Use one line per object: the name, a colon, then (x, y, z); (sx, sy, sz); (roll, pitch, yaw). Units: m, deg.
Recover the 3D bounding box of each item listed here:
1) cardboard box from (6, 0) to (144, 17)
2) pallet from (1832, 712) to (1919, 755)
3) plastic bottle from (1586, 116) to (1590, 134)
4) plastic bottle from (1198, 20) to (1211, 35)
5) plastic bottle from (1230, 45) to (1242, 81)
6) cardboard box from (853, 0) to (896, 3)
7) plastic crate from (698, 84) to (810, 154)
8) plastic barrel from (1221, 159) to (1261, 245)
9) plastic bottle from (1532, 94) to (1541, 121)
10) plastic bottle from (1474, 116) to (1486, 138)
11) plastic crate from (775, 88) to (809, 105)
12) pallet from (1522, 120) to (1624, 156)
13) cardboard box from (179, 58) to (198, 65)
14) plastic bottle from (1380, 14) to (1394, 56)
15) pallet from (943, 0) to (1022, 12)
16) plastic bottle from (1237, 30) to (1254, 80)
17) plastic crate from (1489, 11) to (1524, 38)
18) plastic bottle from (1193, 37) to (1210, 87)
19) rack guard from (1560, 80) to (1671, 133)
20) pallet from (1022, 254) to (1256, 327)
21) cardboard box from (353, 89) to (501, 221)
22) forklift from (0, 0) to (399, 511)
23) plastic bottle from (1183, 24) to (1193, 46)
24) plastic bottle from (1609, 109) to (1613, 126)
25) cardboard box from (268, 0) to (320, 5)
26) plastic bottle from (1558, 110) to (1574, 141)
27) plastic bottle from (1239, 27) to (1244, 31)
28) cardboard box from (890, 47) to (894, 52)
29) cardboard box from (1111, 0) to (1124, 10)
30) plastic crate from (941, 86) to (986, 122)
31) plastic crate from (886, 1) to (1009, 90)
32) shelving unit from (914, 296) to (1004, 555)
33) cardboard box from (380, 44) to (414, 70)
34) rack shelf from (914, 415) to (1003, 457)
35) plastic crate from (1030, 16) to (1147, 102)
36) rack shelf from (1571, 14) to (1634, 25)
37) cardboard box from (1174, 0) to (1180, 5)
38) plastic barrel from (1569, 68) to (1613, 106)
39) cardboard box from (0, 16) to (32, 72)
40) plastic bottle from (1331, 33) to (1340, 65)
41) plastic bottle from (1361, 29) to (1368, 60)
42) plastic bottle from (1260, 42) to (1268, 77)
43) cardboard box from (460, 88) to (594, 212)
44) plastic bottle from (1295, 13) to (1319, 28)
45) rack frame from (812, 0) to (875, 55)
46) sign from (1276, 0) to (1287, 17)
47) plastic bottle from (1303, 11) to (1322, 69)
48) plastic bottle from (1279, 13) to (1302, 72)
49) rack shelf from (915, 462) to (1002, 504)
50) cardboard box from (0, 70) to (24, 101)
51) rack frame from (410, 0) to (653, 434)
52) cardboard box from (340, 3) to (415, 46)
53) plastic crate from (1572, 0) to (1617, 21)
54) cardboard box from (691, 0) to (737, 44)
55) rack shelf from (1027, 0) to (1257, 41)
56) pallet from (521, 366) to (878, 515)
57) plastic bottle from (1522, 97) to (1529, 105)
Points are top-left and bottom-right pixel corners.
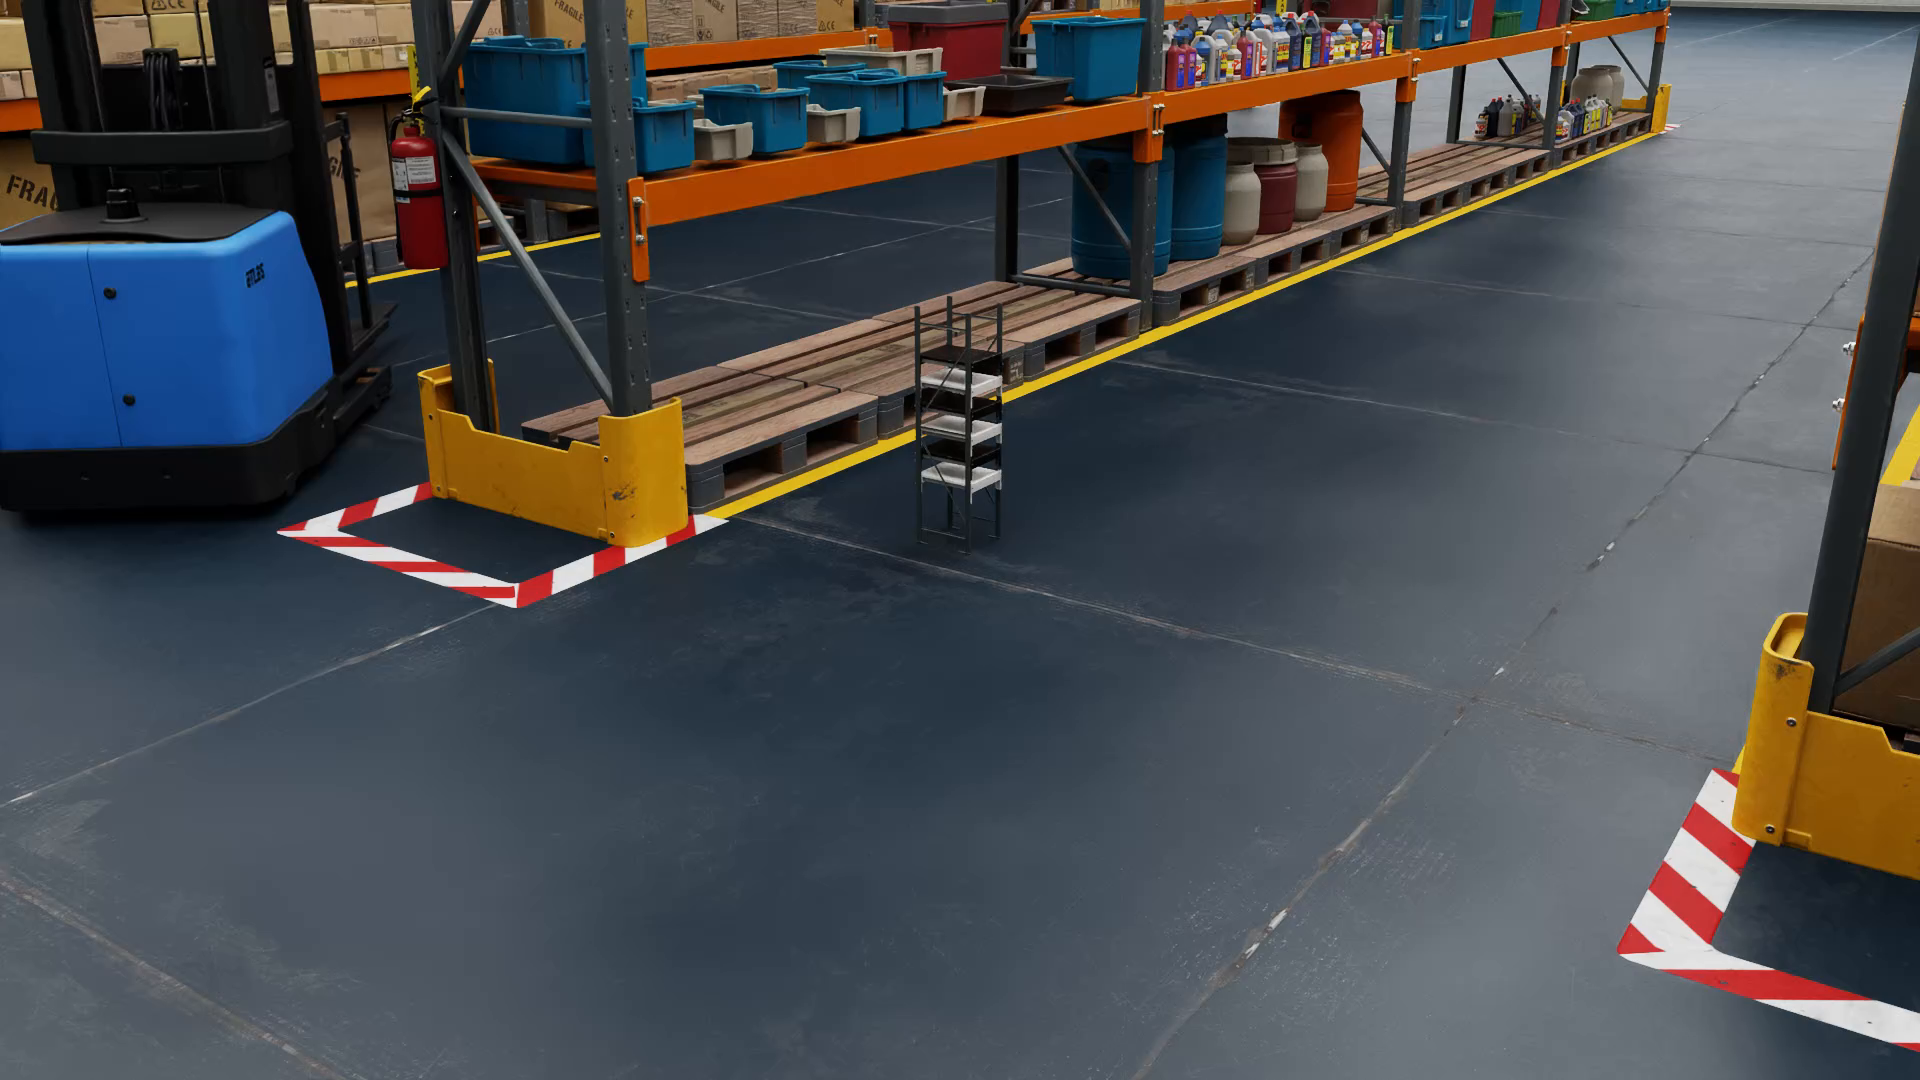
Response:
cardboard box: (-4.921, -3.156, 9.181); (0.500, 0.500, 0.500); (13, 24, 31)
pallet: (2.985, 0.483, 4.655); (1.003, 0.211, 1.213); (13, 24, 32)
plastic bottle: (6.228, -4.160, 16.586); (0.097, 0.201, 0.097); (0, 20, 0)
plastic bottle: (1.608, -3.319, 11.094); (0.152, 0.276, 0.135); (13, 24, 32)
plastic bottle: (1.628, -2.843, 9.913); (0.097, 0.201, 0.097); (0, 20, 0)
cardboard box: (-0.928, -5.209, 15.274); (0.500, 0.500, 0.500); (10, 23, 25)
plastic crate: (-0.818, -1.686, 6.655); (0.416, 0.233, 0.300); (13, 24, 32)
plastic barrel: (1.759, -2.219, 10.922); (0.421, 0.512, 0.421); (0, 20, 0)
plastic bottle: (6.118, -4.599, 17.673); (0.097, 0.271, 0.097); (0, 20, 0)
plastic bottle: (5.093, -4.043, 16.271); (0.097, 0.201, 0.097); (0, 20, 0)
plastic crate: (-0.828, -1.968, 7.556); (0.298, 0.136, 0.250); (13, 24, 32)
pallet: (6.244, -4.212, 17.349); (1.003, 0.211, 1.213); (13, 24, 32)
cardboard box: (-4.647, -2.722, 9.662); (0.380, 0.149, 0.250); (13, 24, 31)
plastic bottle: (3.023, -3.582, 11.795); (0.061, 0.283, 0.133); (13, 24, 32)
pallet: (-0.119, -5.288, 16.515); (1.003, 0.211, 1.213); (13, 24, 32)
plastic bottle: (1.708, -2.911, 9.979); (0.061, 0.283, 0.133); (13, 24, 32)
plastic crate: (4.401, -4.330, 13.953); (0.450, 0.188, 0.662); (13, 24, 32)
plastic bottle: (1.388, -2.753, 9.570); (0.097, 0.271, 0.097); (0, 20, 0)
rack guard: (7.391, -4.929, 18.868); (1.175, 0.500, 0.348); (13, 24, 32)
pallet: (1.118, -1.594, 10.271); (1.003, 0.211, 1.213); (13, 24, 32)
cardboard box: (-3.884, -2.681, 11.648); (0.875, 0.875, 0.875); (13, 24, 32)
forklift: (-3.311, -1.952, 7.318); (1.130, 2.935, 3.031); (-2, 20, -5)
plastic bottle: (1.466, -3.224, 10.843); (0.097, 0.271, 0.097); (0, 20, 0)
plastic bottle: (6.725, -4.413, 17.272); (0.097, 0.201, 0.097); (0, 20, 0)
cardboard box: (-4.500, -3.698, 10.645); (0.500, 0.500, 0.500); (12, 24, 30)
plastic bottle: (5.847, -4.017, 16.093); (0.152, 0.276, 0.135); (14, 25, 34)
plastic bottle: (1.964, -3.483, 11.644); (0.097, 0.201, 0.097); (0, 20, 0)
cardboard box: (-1.073, -7.087, 23.558); (0.875, 0.875, 0.875); (13, 24, 32)
cardboard box: (1.571, -5.904, 18.266); (0.380, 0.149, 0.250); (13, 24, 32)
plastic crate: (-0.081, -2.035, 7.736); (0.293, 0.136, 0.466); (13, 24, 32)
plastic crate: (-0.060, -2.540, 8.628); (0.402, 0.464, 0.583); (13, 24, 32)
shelving unit: (-0.005, -0.420, 6.103); (0.258, 0.900, 0.210); (13, 24, 32)
cardboard box: (-3.781, -3.164, 10.858); (0.380, 0.149, 0.250); (14, 24, 33)
rack shelf: (-0.005, -0.388, 6.114); (0.258, 0.077, 0.200); (13, 24, 32)
plastic crate: (0.669, -2.509, 8.661); (0.392, 0.384, 0.575); (13, 24, 32)
rack shelf: (6.271, -5.312, 17.058); (0.919, 0.124, 3.809); (13, 24, 32)
cardboard box: (2.355, -6.349, 19.467); (0.380, 0.149, 0.250); (13, 24, 32)
plastic barrel: (6.807, -4.814, 17.938); (0.421, 0.512, 0.421); (0, 20, 0)
cardboard box: (-5.202, -2.661, 8.923); (0.500, 0.250, 0.500); (13, 24, 30)
plastic bottle: (2.485, -3.281, 11.097); (0.097, 0.201, 0.097); (0, 20, 0)
plastic bottle: (2.759, -3.420, 11.474); (0.097, 0.201, 0.097); (0, 20, 0)
plastic bottle: (1.833, -2.948, 10.197); (0.097, 0.201, 0.097); (0, 20, 0)
cardboard box: (-3.104, -3.043, 12.624); (1.225, 0.875, 0.875); (13, 24, 32)
plastic bottle: (2.513, -3.688, 12.089); (0.152, 0.276, 0.135); (13, 24, 32)
rack frame: (-1.198, -4.802, 14.924); (1.000, 3.000, 0.127); (13, 24, 32)
sign: (2.439, -4.018, 12.569); (0.100, 0.325, 0.005); (13, 24, 32)
plastic bottle: (2.257, -3.249, 10.795); (0.144, 0.351, 0.185); (13, 24, 32)
plastic bottle: (2.078, -3.157, 10.548); (0.144, 0.351, 0.185); (13, 24, 32)
rack shelf: (-0.005, -0.220, 6.177); (0.258, 0.077, 0.200); (13, 24, 32)
cardboard box: (-5.223, -2.427, 8.864); (0.380, 0.149, 0.250); (14, 24, 32)
rack frame: (-1.599, -1.541, 6.108); (1.000, 3.000, 0.127); (13, 24, 32)
cardboard box: (-3.767, -3.397, 10.913); (0.500, 0.250, 0.500); (14, 25, 33)
plastic crate: (6.143, -5.219, 16.357); (0.450, 0.188, 0.662); (13, 24, 32)
cardboard box: (-2.132, -4.222, 13.211); (0.500, 0.500, 0.500); (14, 24, 33)
rack shelf: (2.174, -6.187, 19.703); (1.077, 0.370, 4.000); (13, 24, 32)
pallet: (-1.104, -0.462, 7.211); (1.003, 0.211, 1.213); (13, 24, 32)
plastic bottle: (5.869, -4.472, 17.330); (0.097, 0.271, 0.097); (0, 20, 0)
